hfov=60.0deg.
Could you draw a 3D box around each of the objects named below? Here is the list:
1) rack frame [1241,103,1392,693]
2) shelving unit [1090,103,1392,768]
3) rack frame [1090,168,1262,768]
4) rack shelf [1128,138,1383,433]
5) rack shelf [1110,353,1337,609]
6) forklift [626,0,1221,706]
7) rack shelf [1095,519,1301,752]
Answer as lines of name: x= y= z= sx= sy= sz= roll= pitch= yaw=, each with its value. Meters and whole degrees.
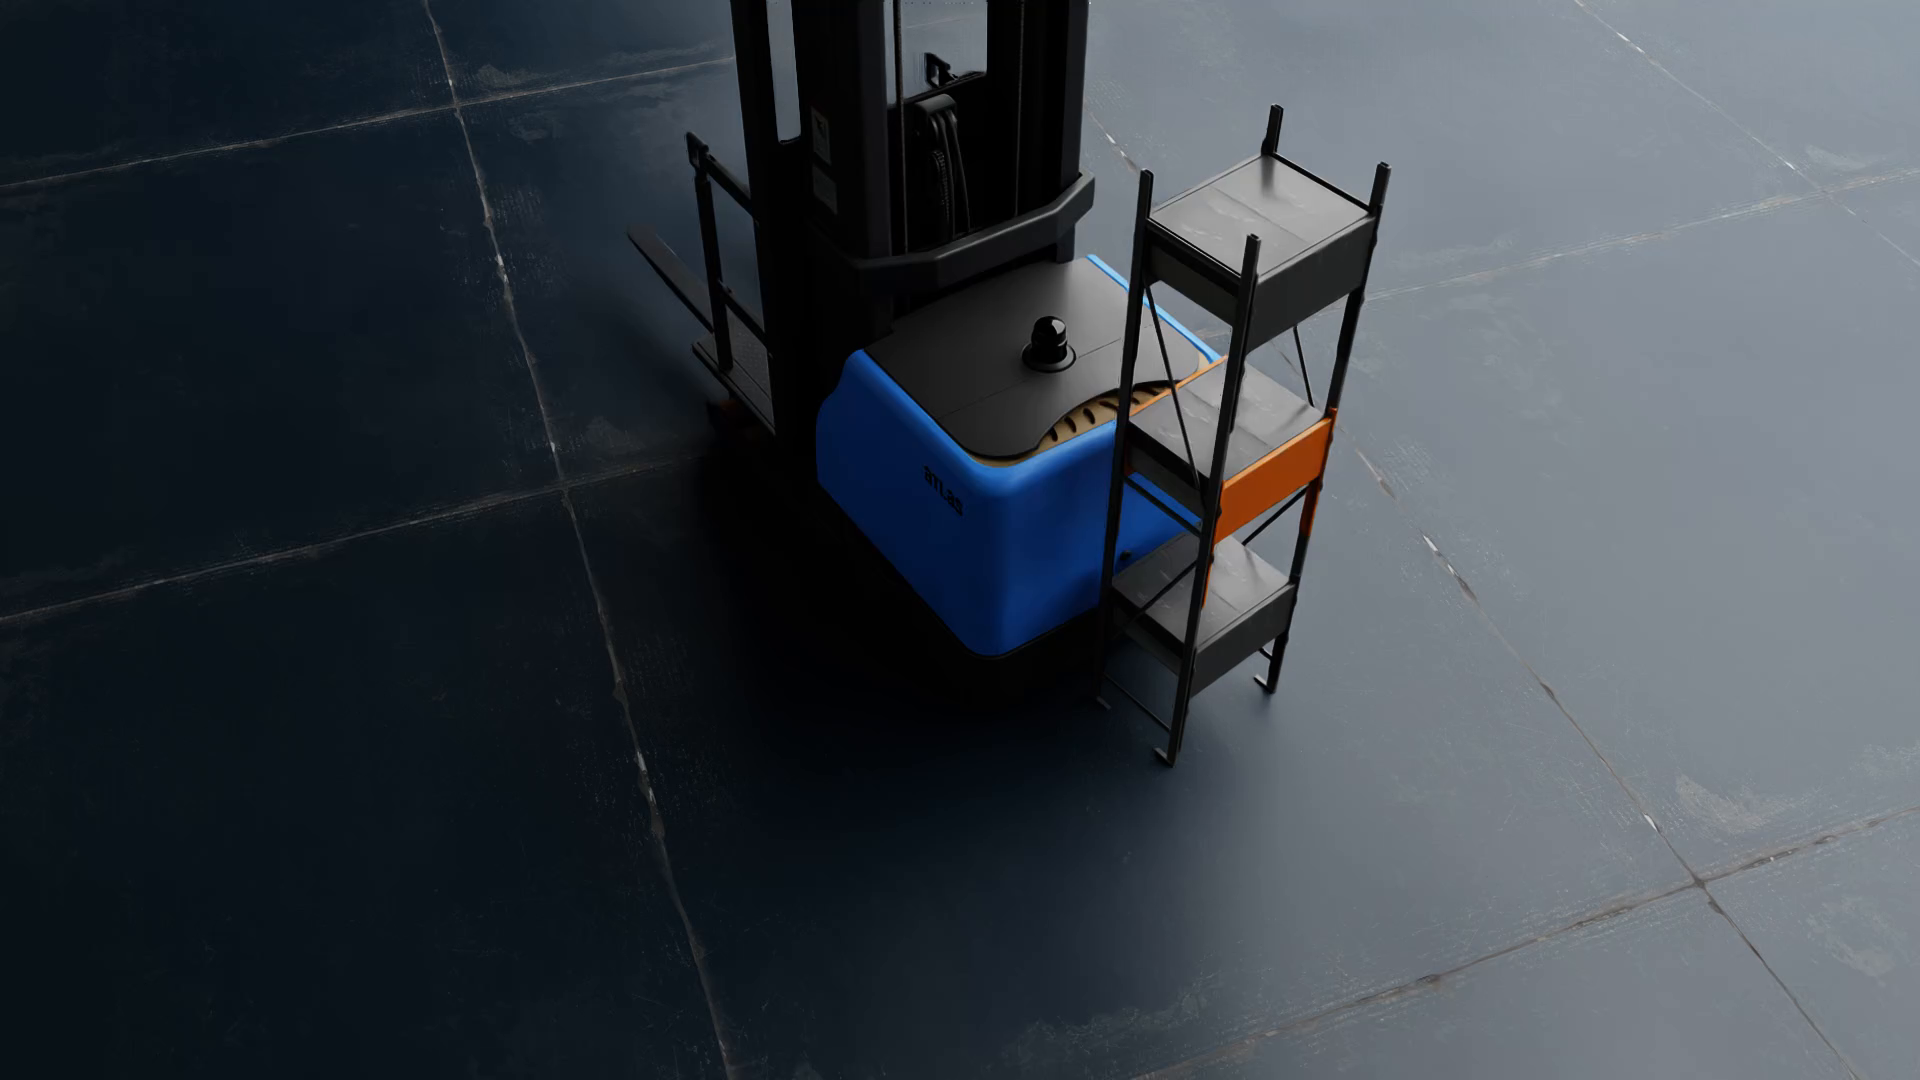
rack frame: x=0.959 y=-0.320 z=5.083 sx=0.015 sy=2.100 sz=0.400 roll=-31 pitch=53 yaw=-27
shelving unit: x=0.773 y=-0.208 z=4.972 sx=0.503 sy=2.100 sz=0.431 roll=-31 pitch=53 yaw=-27
rack frame: x=0.587 y=-0.096 z=4.860 sx=0.015 sy=2.100 sz=0.400 roll=-31 pitch=53 yaw=-27
rack shelf: x=0.777 y=-0.689 z=4.483 sx=0.480 sy=0.518 sz=0.431 roll=-31 pitch=53 yaw=-27
rack shelf: x=0.773 y=-0.198 z=4.982 sx=0.480 sy=0.518 sz=0.431 roll=-31 pitch=53 yaw=-27
forklift: x=-0.343 y=-1.493 z=5.668 sx=1.130 sy=2.935 sz=3.031 roll=-26 pitch=50 yaw=-23
rack shelf: x=0.769 y=0.293 z=5.481 sx=0.480 sy=0.518 sz=0.431 roll=-31 pitch=53 yaw=-27
